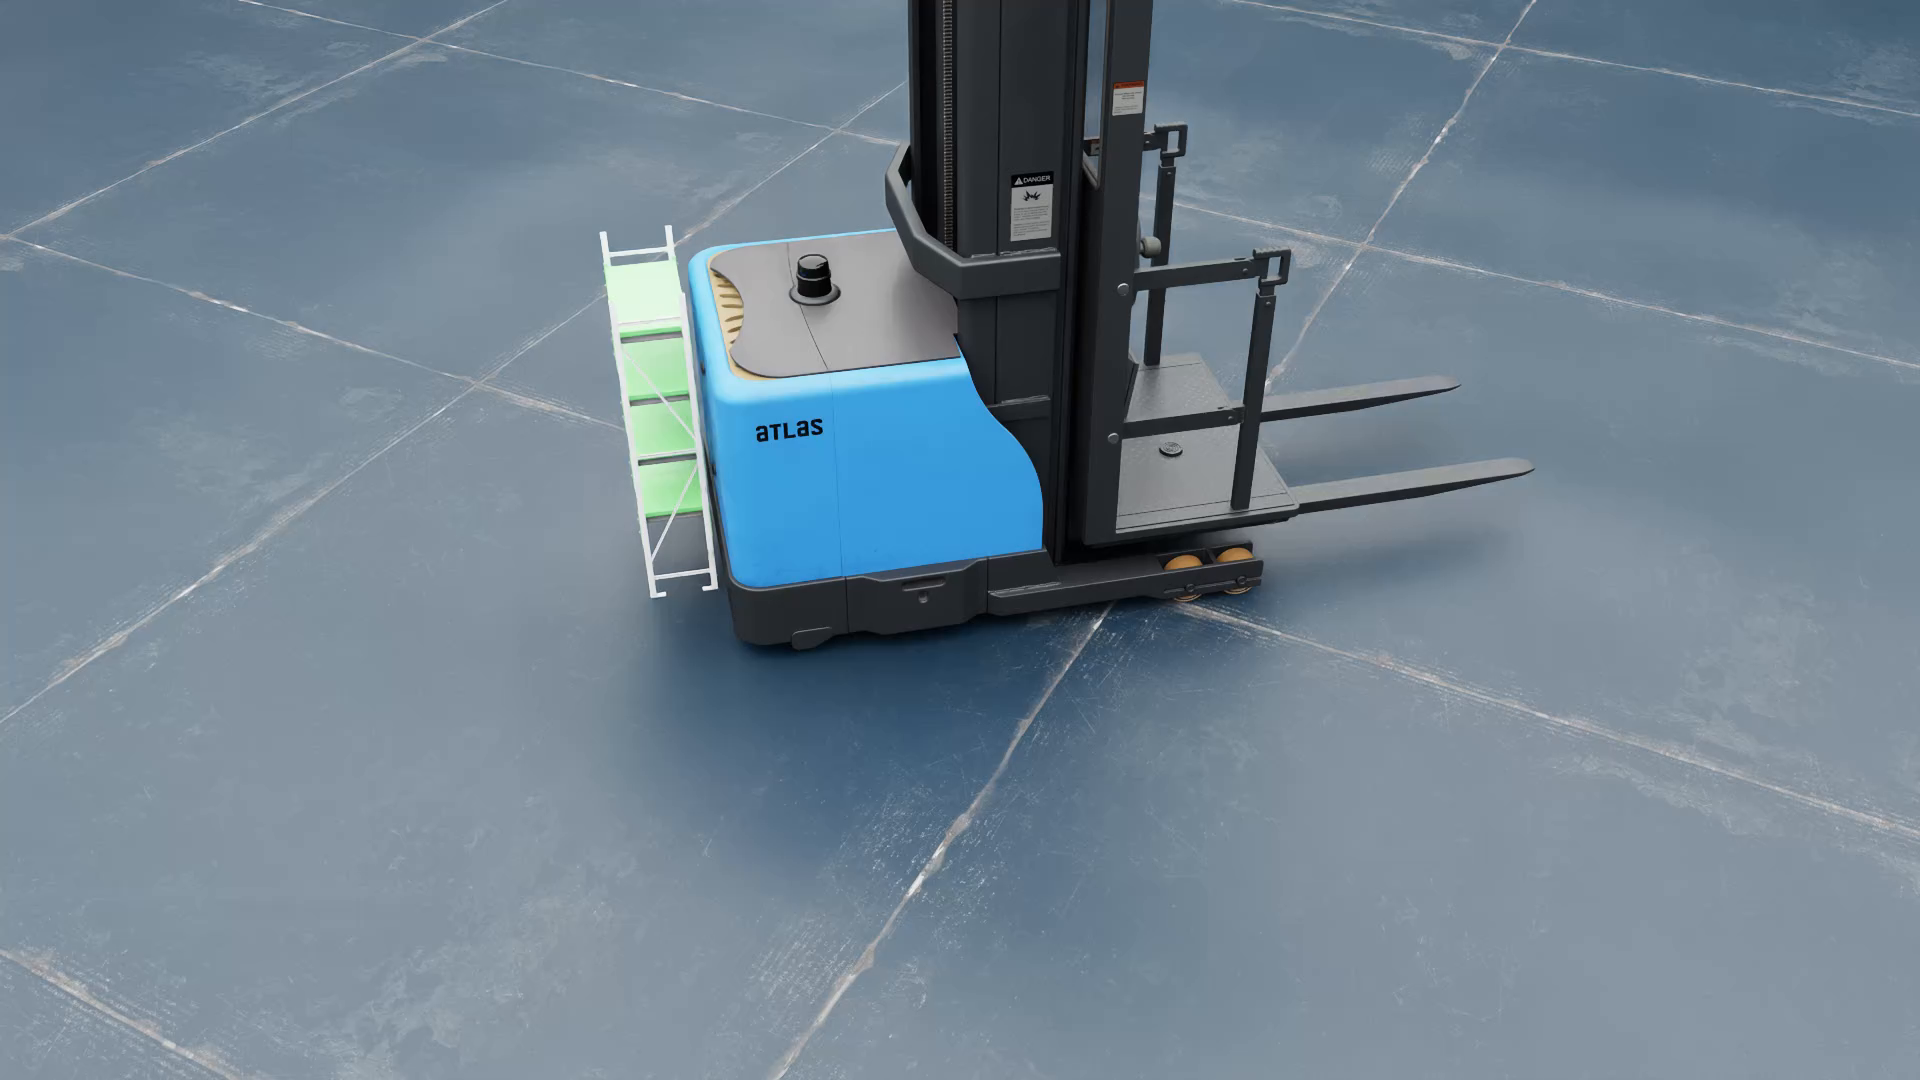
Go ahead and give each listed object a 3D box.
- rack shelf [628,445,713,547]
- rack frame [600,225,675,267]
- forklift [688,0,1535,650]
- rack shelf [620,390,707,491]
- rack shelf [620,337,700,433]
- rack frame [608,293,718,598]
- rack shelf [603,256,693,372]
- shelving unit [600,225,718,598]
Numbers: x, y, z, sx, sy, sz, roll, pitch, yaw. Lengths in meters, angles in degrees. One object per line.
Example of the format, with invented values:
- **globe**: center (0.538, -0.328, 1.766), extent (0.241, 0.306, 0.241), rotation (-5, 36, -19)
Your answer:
- **rack shelf**: center (-1.048, -0.191, 6.012), extent (0.258, 0.148, 0.480), rotation (-8, 38, -10)
- **rack frame**: center (-1.103, -0.577, 6.018), extent (0.240, 1.200, 0.015), rotation (-8, 38, -10)
- **forklift**: center (0.609, -1.251, 5.474), extent (3.031, 2.935, 1.130), rotation (-8, 38, -10)
- **rack shelf**: center (-1.048, -0.382, 5.867), extent (0.258, 0.148, 0.480), rotation (-8, 38, -10)
- **rack shelf**: center (-1.048, -0.573, 5.722), extent (0.258, 0.148, 0.480), rotation (-8, 38, -10)
- **rack frame**: center (-0.994, -0.289, 5.639), extent (0.240, 1.200, 0.015), rotation (-8, 38, -10)
- **rack shelf**: center (-1.048, -0.765, 5.577), extent (0.258, 0.148, 0.480), rotation (-8, 38, -10)
- **shelving unit**: center (-1.048, -0.433, 5.828), extent (0.258, 1.200, 0.503), rotation (-8, 38, -10)
